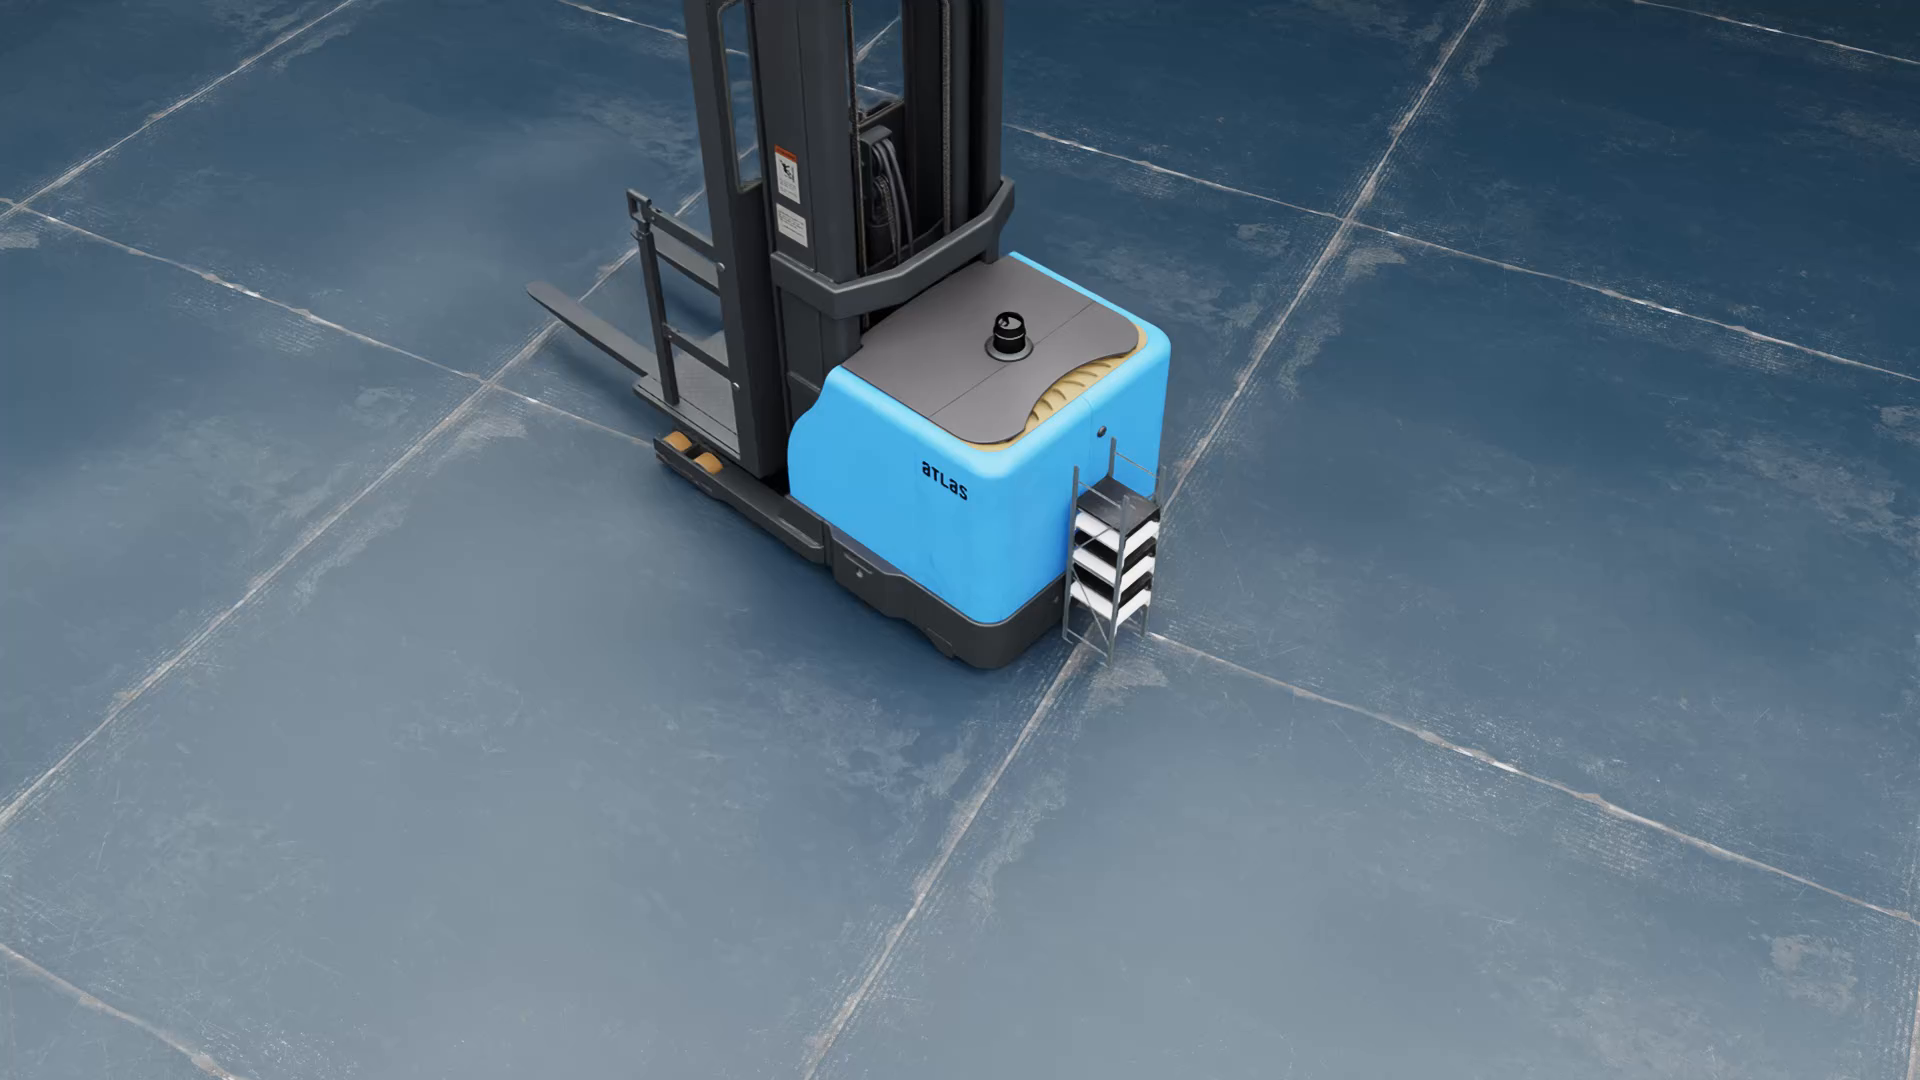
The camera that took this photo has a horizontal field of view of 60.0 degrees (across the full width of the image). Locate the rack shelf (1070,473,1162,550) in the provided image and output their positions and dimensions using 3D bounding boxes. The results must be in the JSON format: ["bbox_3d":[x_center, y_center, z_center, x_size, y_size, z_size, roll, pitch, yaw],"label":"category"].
[{"bbox_3d":[0.551,-0.103,5.886,0.258,0.077,0.200,33,54,28],"label":"rack shelf"}]

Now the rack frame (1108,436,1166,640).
[{"bbox_3d":[0.620,0.010,6.107,0.240,0.900,0.006,33,54,28],"label":"rack frame"}]

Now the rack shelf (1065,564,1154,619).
[{"bbox_3d":[0.550,0.149,6.142,0.258,0.077,0.200,33,54,28],"label":"rack shelf"}]

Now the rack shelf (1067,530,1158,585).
[{"bbox_3d":[0.551,0.023,6.014,0.258,0.077,0.200,33,54,28],"label":"rack shelf"}]

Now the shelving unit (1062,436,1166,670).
[{"bbox_3d":[0.551,0.063,6.054,0.258,0.900,0.210,33,54,28],"label":"shelving unit"}]

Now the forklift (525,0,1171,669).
[{"bbox_3d":[-0.647,-1.473,6.145,3.031,2.935,1.130,33,54,29],"label":"forklift"}]

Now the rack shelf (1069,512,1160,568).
[{"bbox_3d":[0.551,-0.040,5.950,0.258,0.077,0.200,33,54,28],"label":"rack shelf"}]

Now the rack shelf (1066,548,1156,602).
[{"bbox_3d":[0.550,0.086,6.078,0.258,0.077,0.200,33,54,28],"label":"rack shelf"}]

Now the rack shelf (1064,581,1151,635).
[{"bbox_3d":[0.550,0.212,6.207,0.258,0.077,0.200,33,54,28],"label":"rack shelf"}]

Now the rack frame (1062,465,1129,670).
[{"bbox_3d":[0.482,0.116,6.002,0.240,0.900,0.006,33,54,28],"label":"rack frame"}]
